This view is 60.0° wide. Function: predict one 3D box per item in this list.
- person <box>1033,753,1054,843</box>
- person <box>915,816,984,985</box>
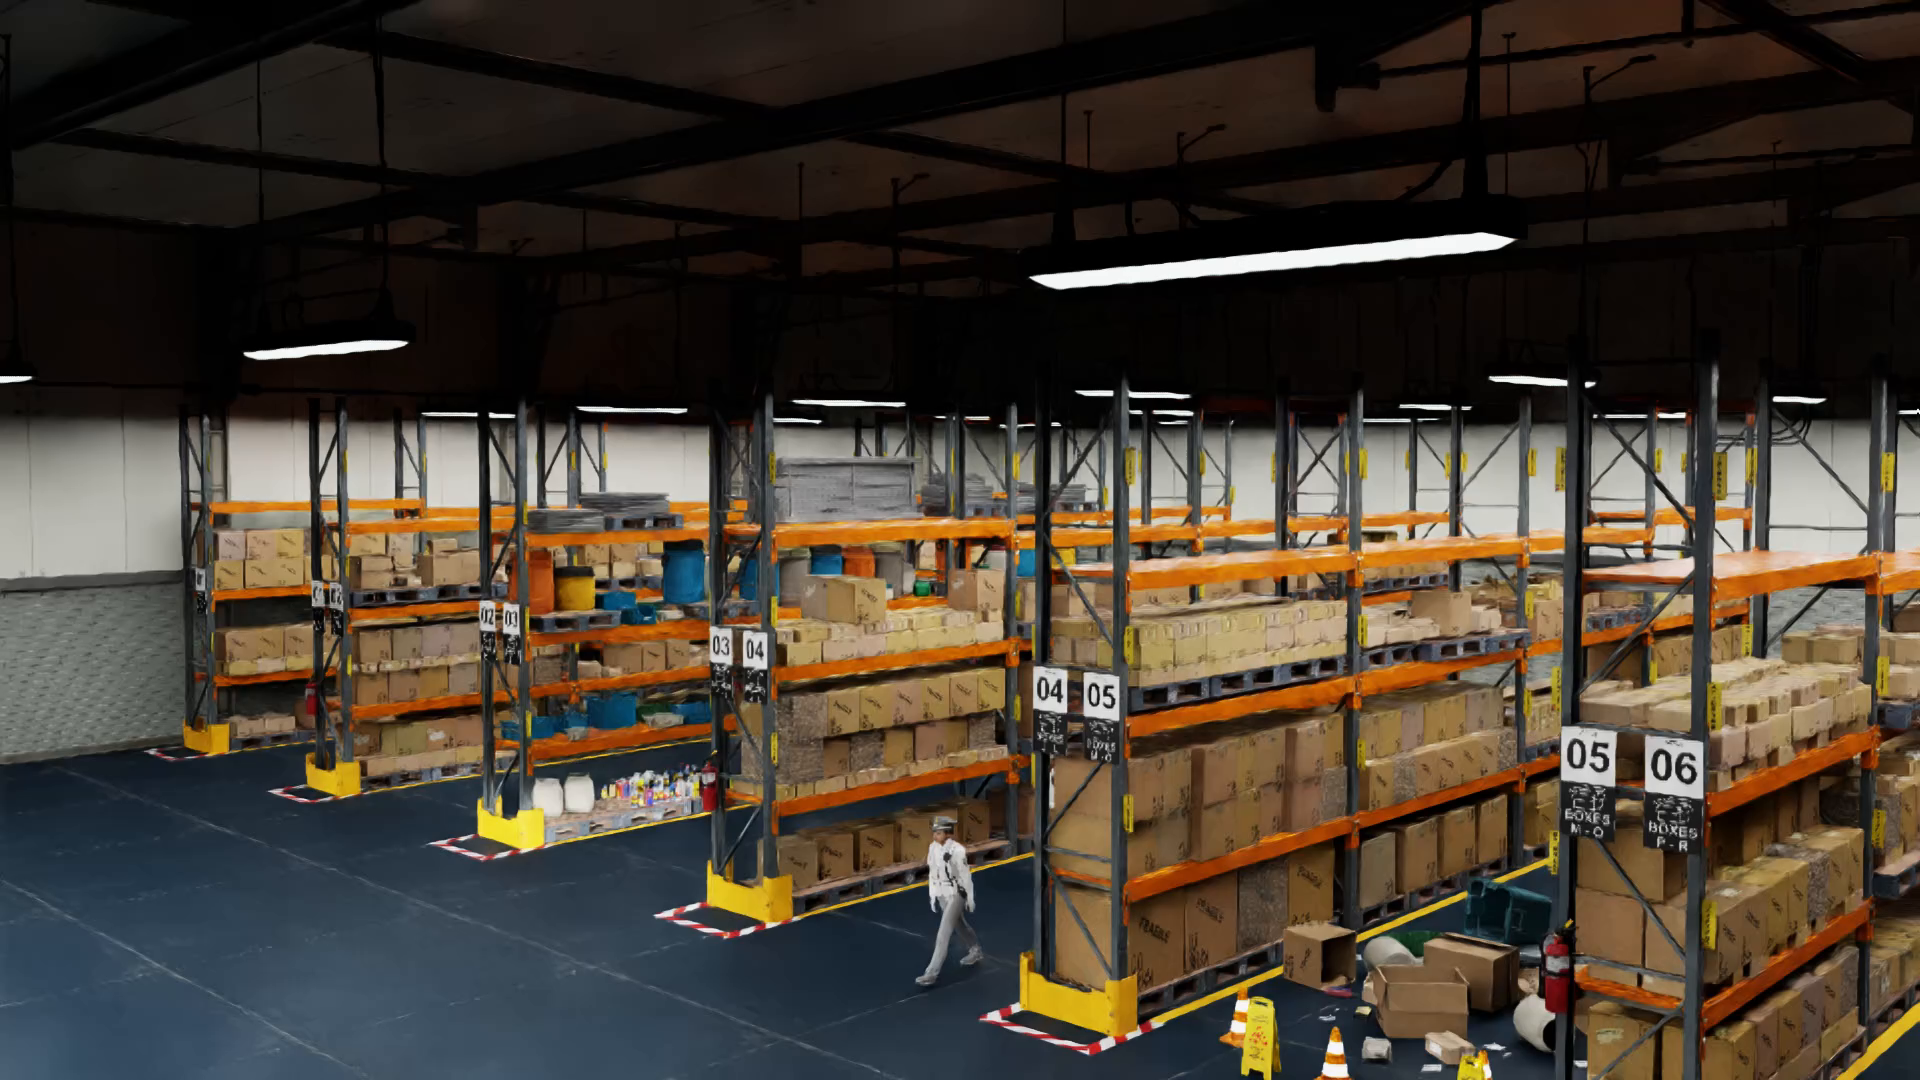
[{"bbox_3d":[1.142,3.304,20.160,0.625,1.611,0.582,3,4,41],"label":"person"},{"bbox_3d":[-0.132,3.492,16.367,1.086,1.577,0.495,-3,4,-44],"label":"person"}]
